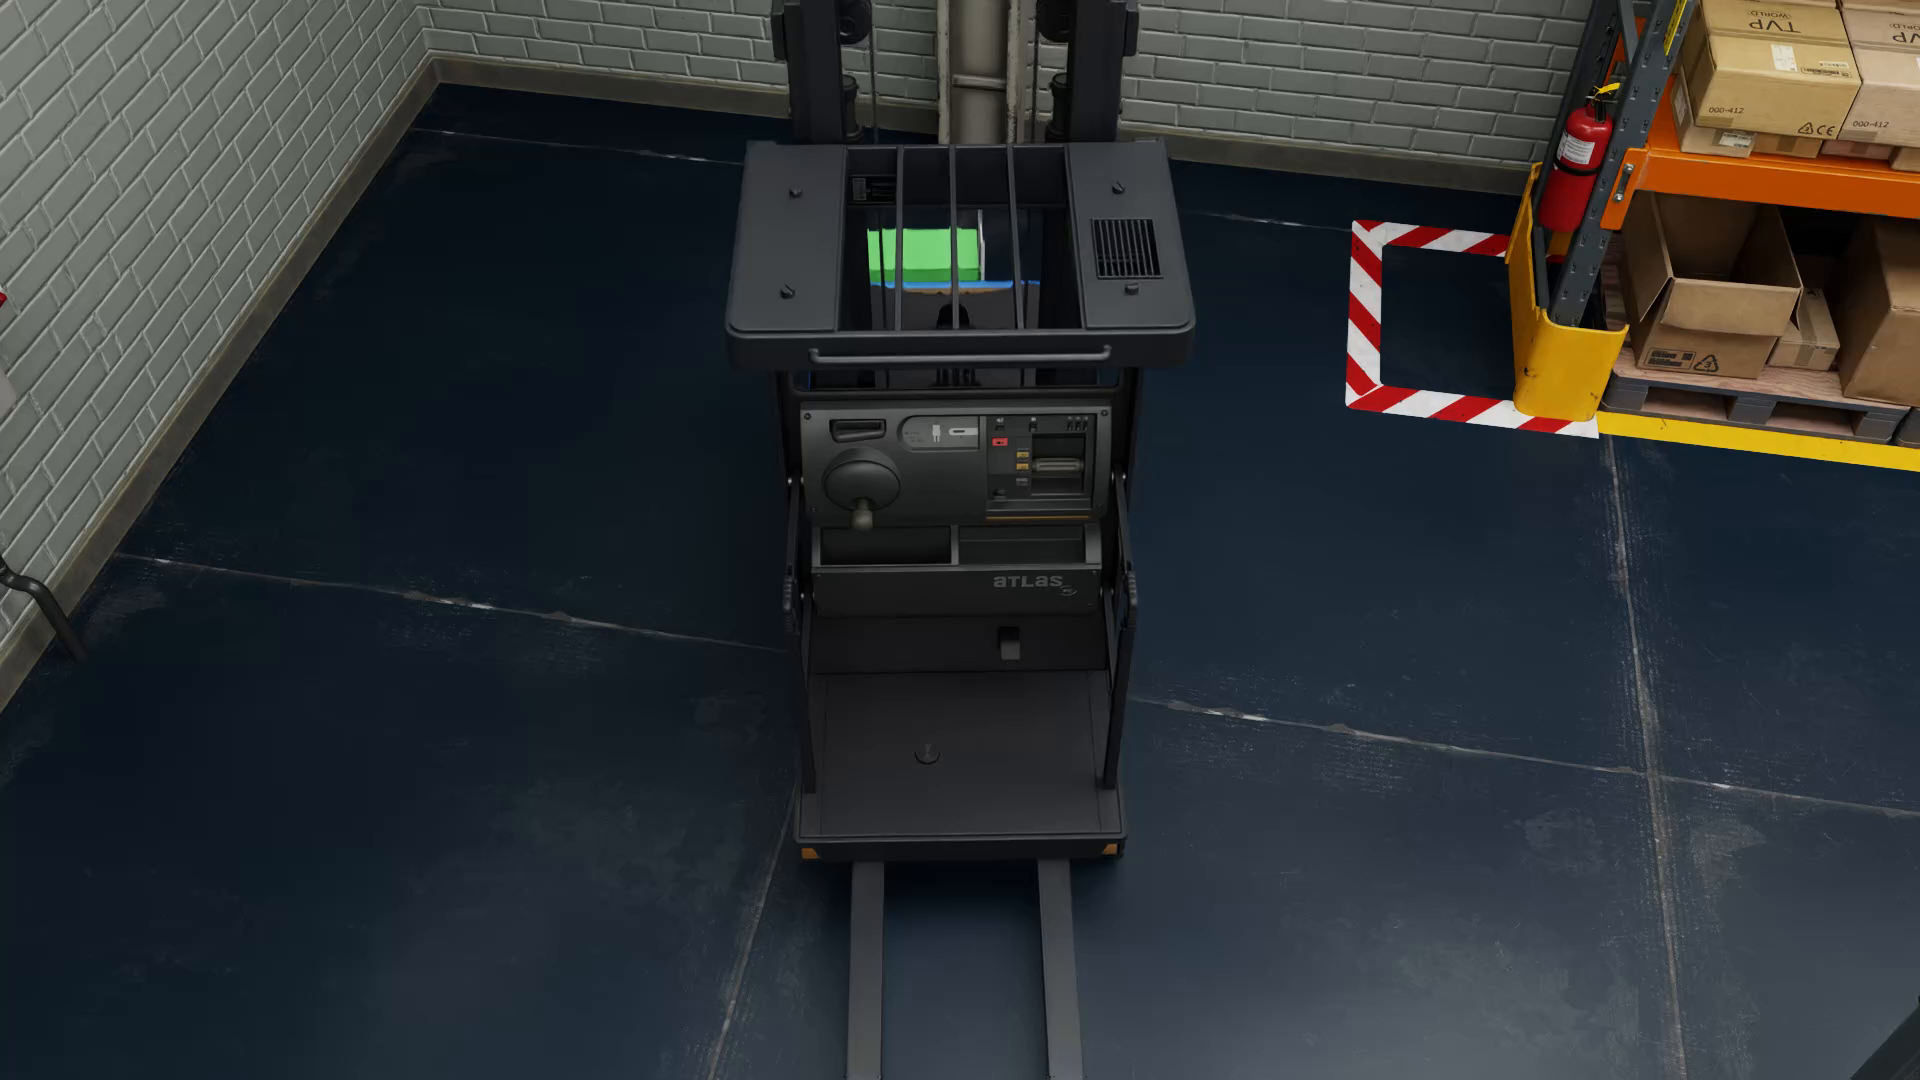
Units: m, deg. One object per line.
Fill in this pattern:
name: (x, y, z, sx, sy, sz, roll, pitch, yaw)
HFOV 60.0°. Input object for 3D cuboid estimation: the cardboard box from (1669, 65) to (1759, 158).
cardboard box: (2.878, -1.637, 6.345, 0.250, 0.149, 0.380, 7, 48, 7)

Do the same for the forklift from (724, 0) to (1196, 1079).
forklift: (-0.006, -0.126, 4.865, 1.130, 2.935, 3.031, -1, 48, -1)

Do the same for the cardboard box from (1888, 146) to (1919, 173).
cardboard box: (3.639, -1.549, 6.266, 0.250, 0.149, 0.380, 9, 49, 8)

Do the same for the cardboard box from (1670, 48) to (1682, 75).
cardboard box: (2.977, -2.034, 6.702, 0.250, 0.149, 0.380, 7, 48, 6)

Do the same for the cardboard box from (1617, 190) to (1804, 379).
cardboard box: (3.188, -1.121, 7.108, 0.637, 0.503, 0.797, 6, 48, 5)

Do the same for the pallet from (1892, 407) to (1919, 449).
pallet: (4.659, -0.755, 7.259, 1.213, 0.211, 1.003, 8, 49, 7)

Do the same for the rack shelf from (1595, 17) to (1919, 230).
rack shelf: (4.571, -1.460, 6.501, 4.000, 0.370, 1.077, 8, 49, 7)

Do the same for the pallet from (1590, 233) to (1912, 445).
pallet: (3.462, -0.918, 7.405, 1.213, 0.211, 1.003, 8, 49, 7)

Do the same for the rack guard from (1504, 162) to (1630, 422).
rack guard: (2.678, -1.119, 7.392, 0.348, 0.500, 1.175, 8, 49, 7)

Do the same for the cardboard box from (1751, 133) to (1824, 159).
cardboard box: (3.136, -1.637, 6.345, 0.250, 0.149, 0.380, 9, 49, 8)

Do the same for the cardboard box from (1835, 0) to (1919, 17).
cardboard box: (3.610, -2.079, 6.474, 0.500, 0.250, 0.500, 8, 49, 7)

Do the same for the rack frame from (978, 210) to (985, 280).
rack frame: (0.080, -0.784, 6.620, 0.015, 1.200, 0.240, -1, 48, -1)

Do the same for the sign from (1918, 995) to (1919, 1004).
sign: (1.834, 0.807, 3.042, 0.005, 0.325, 0.100, 8, 49, 7)

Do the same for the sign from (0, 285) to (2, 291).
sign: (-3.428, -0.936, 5.610, 0.001, 0.494, 0.329, 8, 49, 7)

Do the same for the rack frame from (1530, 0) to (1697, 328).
rack frame: (2.603, -1.965, 6.471, 0.127, 3.000, 1.000, 8, 49, 7)

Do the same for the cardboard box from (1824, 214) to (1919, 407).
cardboard box: (4.022, -0.978, 6.982, 0.500, 0.500, 0.700, 9, 49, 8)

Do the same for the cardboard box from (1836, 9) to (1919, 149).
cardboard box: (3.498, -1.690, 6.125, 0.500, 0.250, 0.500, 8, 49, 7)

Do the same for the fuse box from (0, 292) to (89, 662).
fuse box: (-3.312, -0.148, 5.704, 0.414, 1.711, 0.539, 8, 49, 7)

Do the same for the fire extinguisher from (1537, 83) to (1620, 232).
fire extinguisher: (2.376, -1.496, 6.352, 0.183, 0.674, 0.296, 8, 49, 7)

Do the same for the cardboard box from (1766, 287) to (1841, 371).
cardboard box: (3.599, -0.917, 7.164, 0.250, 0.149, 0.380, 6, 48, 5)

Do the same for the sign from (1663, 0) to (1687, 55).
sign: (2.507, -1.857, 5.792, 0.005, 0.325, 0.100, 8, 49, 7)

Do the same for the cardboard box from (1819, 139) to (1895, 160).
cardboard box: (3.401, -1.628, 6.337, 0.250, 0.149, 0.380, 7, 48, 6)

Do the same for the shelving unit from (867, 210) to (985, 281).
shelving unit: (-0.164, -0.780, 6.616, 0.503, 1.200, 0.258, -1, 48, -1)

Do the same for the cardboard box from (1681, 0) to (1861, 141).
cardboard box: (3.002, -1.757, 6.185, 0.500, 0.250, 0.500, 8, 49, 7)

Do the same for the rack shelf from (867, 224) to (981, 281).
rack shelf: (-0.164, -1.058, 6.306, 0.480, 0.148, 0.258, -1, 48, -1)

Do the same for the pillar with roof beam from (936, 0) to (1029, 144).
pillar with roof beam: (-0.656, -1.835, 2.321, 0.400, 9.000, 9.100, 8, 49, 7)

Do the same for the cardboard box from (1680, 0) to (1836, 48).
cardboard box: (3.103, -2.148, 6.536, 0.500, 0.250, 0.500, 9, 49, 8)
